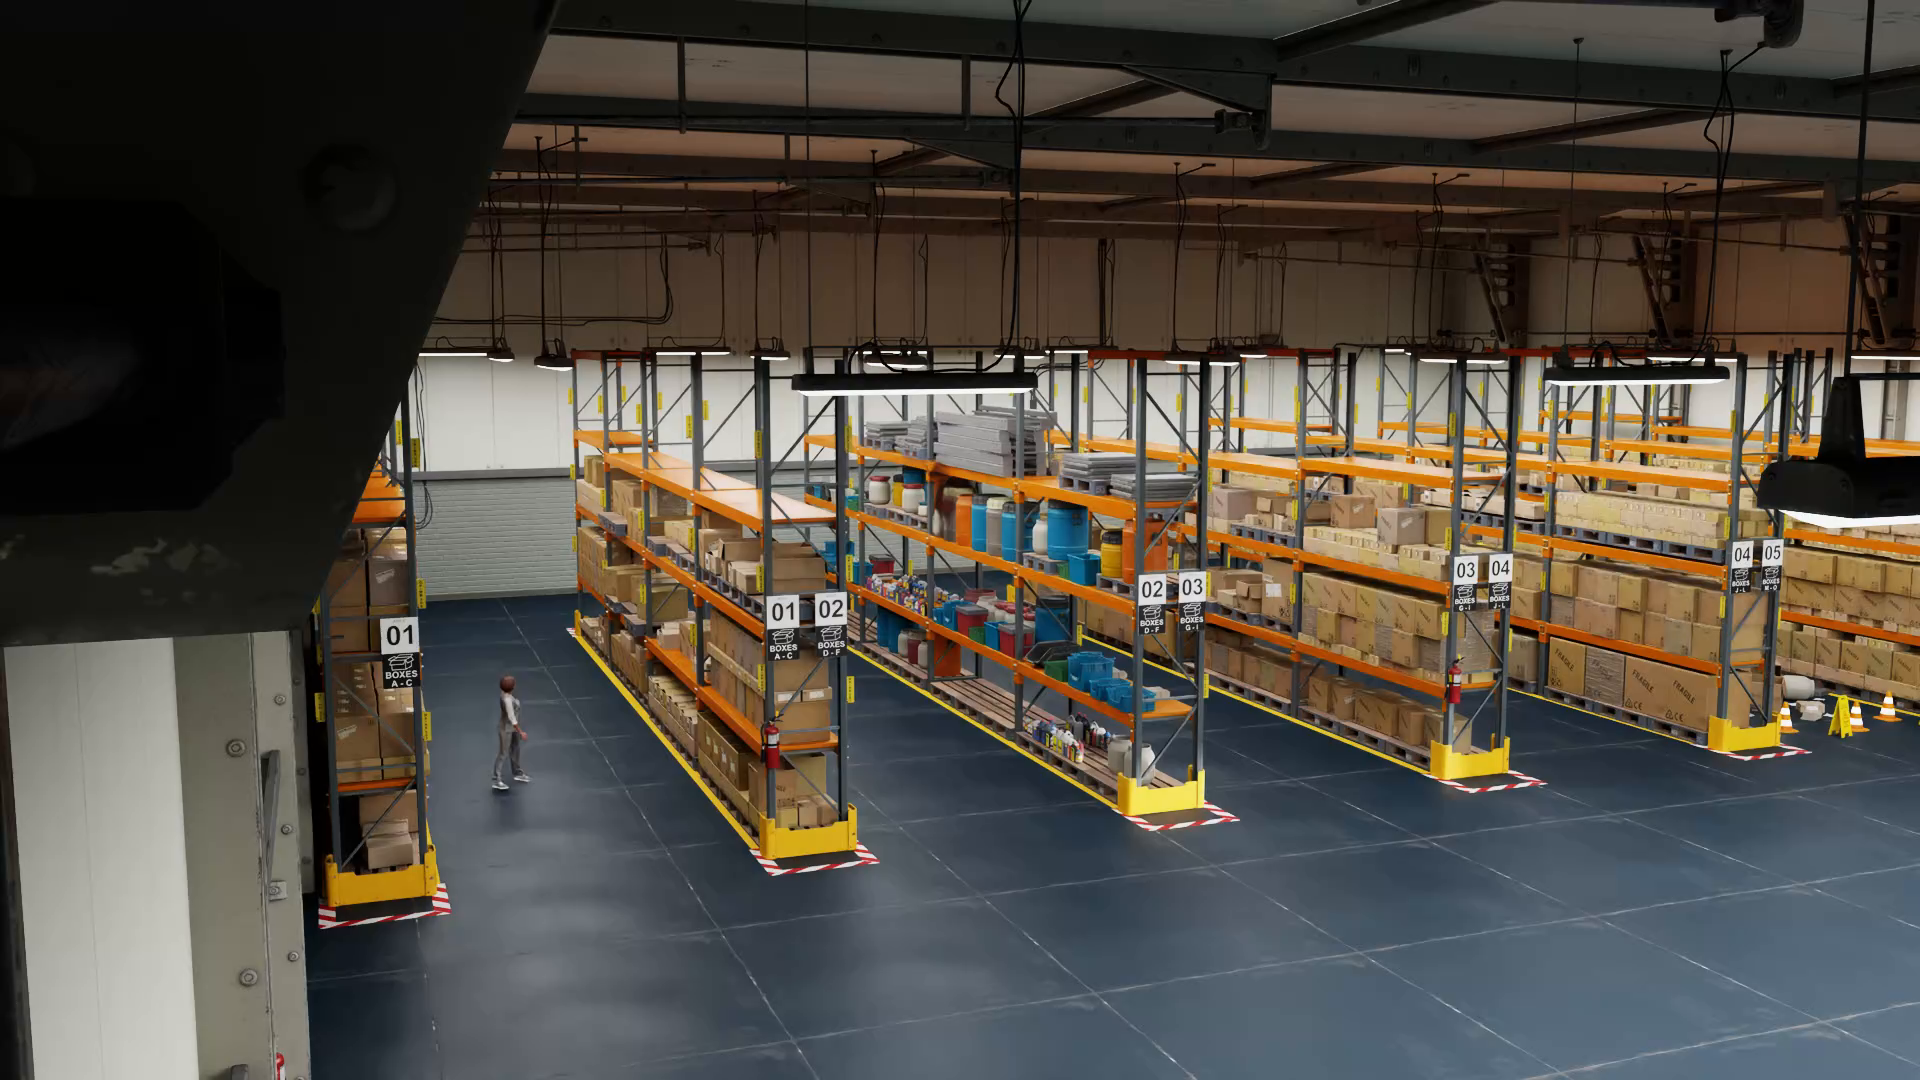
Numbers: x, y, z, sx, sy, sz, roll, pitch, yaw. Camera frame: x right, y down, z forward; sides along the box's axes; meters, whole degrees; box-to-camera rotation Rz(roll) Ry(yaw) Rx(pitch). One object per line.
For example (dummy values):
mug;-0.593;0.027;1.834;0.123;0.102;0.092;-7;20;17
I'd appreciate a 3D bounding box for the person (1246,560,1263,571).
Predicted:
person;7.448;0.319;41.709;1.005;1.624;0.563;0;7;-3

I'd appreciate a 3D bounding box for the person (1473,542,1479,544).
person;11.277;0.927;36.569;0.462;1.785;0.617;1;7;10

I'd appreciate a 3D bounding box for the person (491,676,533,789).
person;-6.300;2.672;23.288;0.528;1.607;0.580;-1;7;-8
